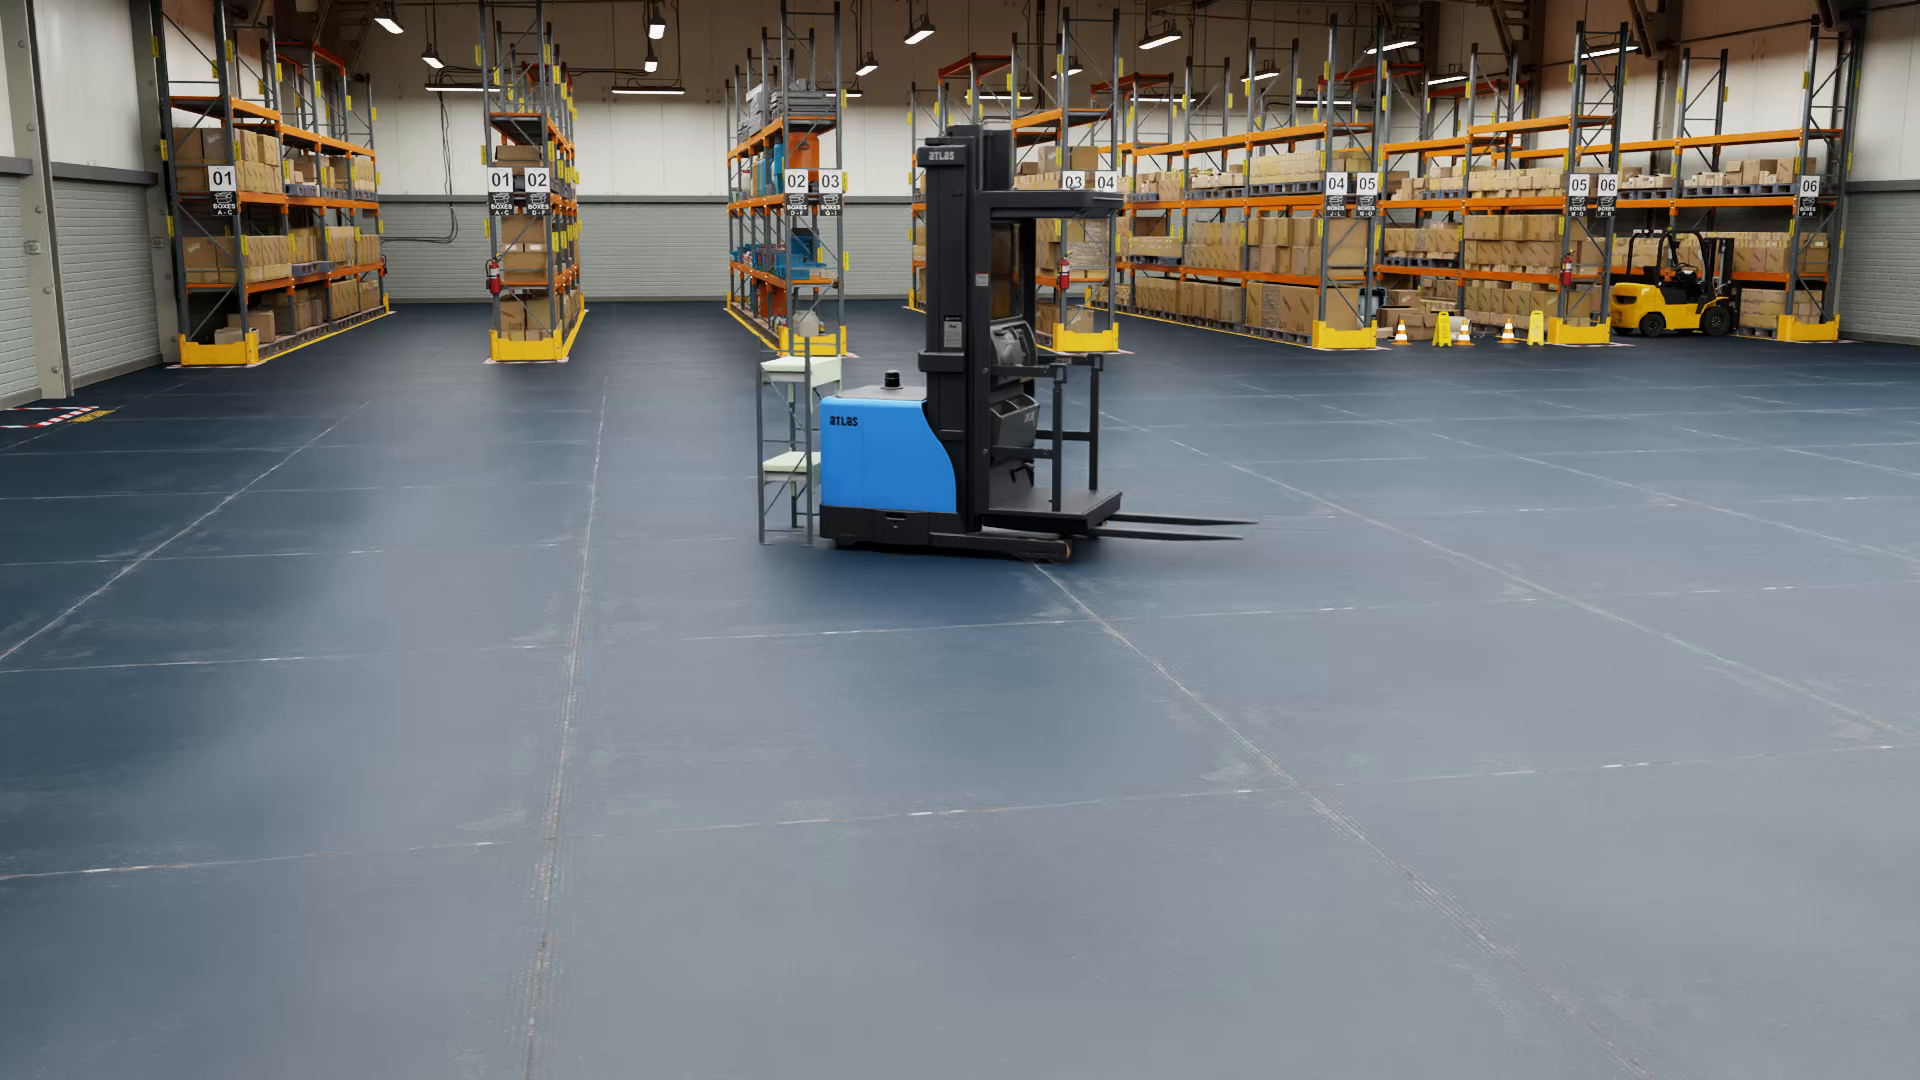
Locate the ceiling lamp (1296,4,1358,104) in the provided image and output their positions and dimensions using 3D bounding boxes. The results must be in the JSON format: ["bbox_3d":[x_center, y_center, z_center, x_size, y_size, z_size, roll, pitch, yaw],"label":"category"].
[{"bbox_3d":[10.983,-14.628,49.372,2.000,3.185,0.800,-2,11,-11],"label":"ceiling lamp"}]

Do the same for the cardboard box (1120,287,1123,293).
[{"bbox_3d":[4.393,-6.538,43.433,0.380,0.149,0.250,-2,11,-12],"label":"cardboard box"}]

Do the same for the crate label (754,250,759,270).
[{"bbox_3d":[-4.176,-6.043,35.828,0.502,0.435,0.616,-2,11,-11],"label":"crate label"}]

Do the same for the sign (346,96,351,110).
[{"bbox_3d":[-14.070,-10.058,38.261,0.100,0.325,0.005,-2,11,-11],"label":"sign"}]

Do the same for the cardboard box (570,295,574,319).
[{"bbox_3d":[-8.771,-5.120,36.583,0.500,0.500,0.500,-2,11,-9],"label":"cardboard box"}]

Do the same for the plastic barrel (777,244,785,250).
[{"bbox_3d":[-3.716,-6.210,36.438,0.600,0.536,0.708,-2,11,-11],"label":"plastic barrel"}]

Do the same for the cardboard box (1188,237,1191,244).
[{"bbox_3d":[5.642,-7.121,39.543,0.380,0.149,0.250,-2,11,-11],"label":"cardboard box"}]

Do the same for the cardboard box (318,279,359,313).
[{"bbox_3d":[-14.346,-5.627,38.362,0.750,0.750,0.750,-2,11,-10],"label":"cardboard box"}]

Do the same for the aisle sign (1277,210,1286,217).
[{"bbox_3d":[9.210,-9.527,47.274,0.394,0.787,0.004,-2,11,-11],"label":"aisle sign"}]

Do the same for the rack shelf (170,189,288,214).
[{"bbox_3d":[-12.655,-5.877,28.952,1.077,0.370,4.000,-2,11,-11],"label":"rack shelf"}]

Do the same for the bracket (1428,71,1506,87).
[{"bbox_3d":[14.384,-13.084,47.246,0.076,0.066,4.783,-2,11,-11],"label":"bracket"}]

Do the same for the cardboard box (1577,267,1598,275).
[{"bbox_3d":[12.168,-5.237,32.361,0.380,0.149,0.250,-2,11,-11],"label":"cardboard box"}]

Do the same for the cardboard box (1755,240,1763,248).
[{"bbox_3d":[16.451,-6.034,33.877,0.380,0.149,0.250,-2,11,-11],"label":"cardboard box"}]

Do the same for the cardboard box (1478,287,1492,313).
[{"bbox_3d":[11.219,-5.032,34.839,0.500,0.500,0.500,-2,11,-9],"label":"cardboard box"}]

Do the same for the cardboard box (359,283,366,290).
[{"bbox_3d":[-14.532,-6.098,40.040,0.380,0.149,0.250,-2,11,-9],"label":"cardboard box"}]

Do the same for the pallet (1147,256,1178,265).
[{"bbox_3d":[5.214,-6.827,40.554,1.003,0.211,1.213,-2,11,-11],"label":"pallet"}]

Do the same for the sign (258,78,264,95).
[{"bbox_3d":[-14.365,-9.320,34.174,0.100,0.325,0.005,-2,11,-11],"label":"sign"}]

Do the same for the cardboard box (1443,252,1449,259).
[{"bbox_3d":[10.849,-6.241,36.510,0.380,0.149,0.250,-2,11,-13],"label":"cardboard box"}]

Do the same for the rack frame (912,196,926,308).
[{"bbox_3d":[-0.801,-7.865,45.495,1.000,3.000,0.127,-2,11,-11],"label":"rack frame"}]

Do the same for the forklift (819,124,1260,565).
[{"bbox_3d":[0.566,-1.383,11.626,3.031,2.935,1.130,4,11,19],"label":"forklift"}]

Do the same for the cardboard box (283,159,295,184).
[{"bbox_3d":[-13.311,-7.182,32.494,0.500,0.500,0.500,-3,11,-13],"label":"cardboard box"}]

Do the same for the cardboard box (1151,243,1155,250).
[{"bbox_3d":[4.844,-7.099,40.224,0.380,0.149,0.250,-2,11,-10],"label":"cardboard box"}]

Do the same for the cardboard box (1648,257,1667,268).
[{"bbox_3d":[15.767,-6.215,37.227,0.500,0.250,0.500,-2,11,-10],"label":"cardboard box"}]

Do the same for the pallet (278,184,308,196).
[{"bbox_3d":[-13.059,-6.622,31.445,1.213,0.211,1.003,-2,11,-11],"label":"pallet"}]

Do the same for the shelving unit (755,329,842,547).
[{"bbox_3d":[-1.169,-0.763,12.189,0.431,1.500,0.755,3,11,13],"label":"shelving unit"}]

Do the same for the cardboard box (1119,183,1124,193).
[{"bbox_3d":[4.433,-9.110,43.078,0.500,0.250,0.500,-3,11,-13],"label":"cardboard box"}]

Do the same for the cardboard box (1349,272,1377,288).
[{"bbox_3d":[10.253,-6.214,41.381,0.875,0.875,0.875,-2,11,-10],"label":"cardboard box"}]

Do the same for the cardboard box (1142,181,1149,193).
[{"bbox_3d":[4.827,-8.760,41.291,0.500,0.311,0.500,-2,11,-12],"label":"cardboard box"}]

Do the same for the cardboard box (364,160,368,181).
[{"bbox_3d":[-14.771,-9.036,40.632,0.500,0.500,0.500,-3,11,-14],"label":"cardboard box"}]

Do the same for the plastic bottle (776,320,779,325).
[{"bbox_3d":[-3.384,-4.022,31.412,0.152,0.276,0.135,-2,11,-13],"label":"plastic bottle"}]

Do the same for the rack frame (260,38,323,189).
[{"bbox_3d":[-13.821,-8.804,34.386,1.000,3.000,0.127,-2,11,-11],"label":"rack frame"}]

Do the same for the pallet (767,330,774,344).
[{"bbox_3d":[-3.236,-3.989,32.591,1.003,0.211,1.213,-2,11,-11],"label":"pallet"}]

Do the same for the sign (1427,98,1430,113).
[{"bbox_3d":[11.006,-10.224,39.137,0.100,0.325,0.005,-2,11,-11],"label":"sign"}]

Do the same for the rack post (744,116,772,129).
[{"bbox_3d":[-4.285,-9.259,36.976,0.954,0.300,0.937,-2,11,-11],"label":"rack post"}]

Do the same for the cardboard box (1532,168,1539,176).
[{"bbox_3d":[11.557,-7.272,32.898,0.380,0.149,0.250,-2,11,-11],"label":"cardboard box"}]

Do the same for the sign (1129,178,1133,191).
[{"bbox_3d":[4.331,-8.999,42.051,0.100,0.325,0.005,-2,11,-11],"label":"sign"}]

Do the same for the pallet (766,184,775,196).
[{"bbox_3d":[-3.089,-6.736,32.046,1.213,0.211,1.003,-2,11,-11],"label":"pallet"}]

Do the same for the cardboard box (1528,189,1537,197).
[{"bbox_3d":[11.510,-6.883,32.988,0.380,0.149,0.250,-2,11,-11],"label":"cardboard box"}]

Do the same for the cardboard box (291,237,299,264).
[{"bbox_3d":[-13.211,-5.586,32.079,0.700,0.500,0.500,-1,11,-5],"label":"cardboard box"}]

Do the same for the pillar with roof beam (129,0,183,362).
[{"bbox_3d":[-9.027,-7.590,28.009,9.100,9.000,0.548,-2,11,-11],"label":"pillar with roof beam"}]

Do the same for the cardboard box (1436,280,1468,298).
[{"bbox_3d":[13.942,-7.111,47.096,0.700,0.500,0.500,-2,11,-9],"label":"cardboard box"}]

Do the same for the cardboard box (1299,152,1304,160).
[{"bbox_3d":[6.648,-7.279,31.544,0.380,0.149,0.250,-2,11,-10],"label":"cardboard box"}]

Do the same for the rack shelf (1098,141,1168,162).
[{"bbox_3d":[4.473,-10.252,43.925,1.077,0.370,4.000,-2,11,-11],"label":"rack shelf"}]

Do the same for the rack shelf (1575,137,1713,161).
[{"bbox_3d":[15.733,-8.969,38.248,1.077,0.370,4.000,-2,11,-11],"label":"rack shelf"}]

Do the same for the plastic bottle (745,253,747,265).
[{"bbox_3d":[-5.056,-6.648,39.415,0.061,0.283,0.133,-2,11,-11],"label":"plastic bottle"}]

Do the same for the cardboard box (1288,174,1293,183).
[{"bbox_3d":[6.552,-6.979,32.102,0.380,0.149,0.250,-2,11,-11],"label":"cardboard box"}]

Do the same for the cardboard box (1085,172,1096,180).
[{"bbox_3d":[2.484,-6.585,30.083,0.380,0.149,0.250,-2,11,-11],"label":"cardboard box"}]

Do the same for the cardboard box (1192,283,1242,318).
[{"bbox_3d":[5.843,-5.385,37.362,1.050,0.750,0.750,-2,11,-10],"label":"cardboard box"}]

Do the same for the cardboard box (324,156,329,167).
[{"bbox_3d":[-14.557,-8.532,37.527,0.500,0.250,0.500,-1,11,-7],"label":"cardboard box"}]

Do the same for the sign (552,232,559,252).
[{"bbox_3d":[-6.862,-5.054,28.200,0.100,0.325,0.005,-2,11,-11],"label":"sign"}]

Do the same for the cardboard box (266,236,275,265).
[{"bbox_3d":[-12.356,-5.073,29.170,0.500,0.500,0.500,-2,11,-9],"label":"cardboard box"}]
